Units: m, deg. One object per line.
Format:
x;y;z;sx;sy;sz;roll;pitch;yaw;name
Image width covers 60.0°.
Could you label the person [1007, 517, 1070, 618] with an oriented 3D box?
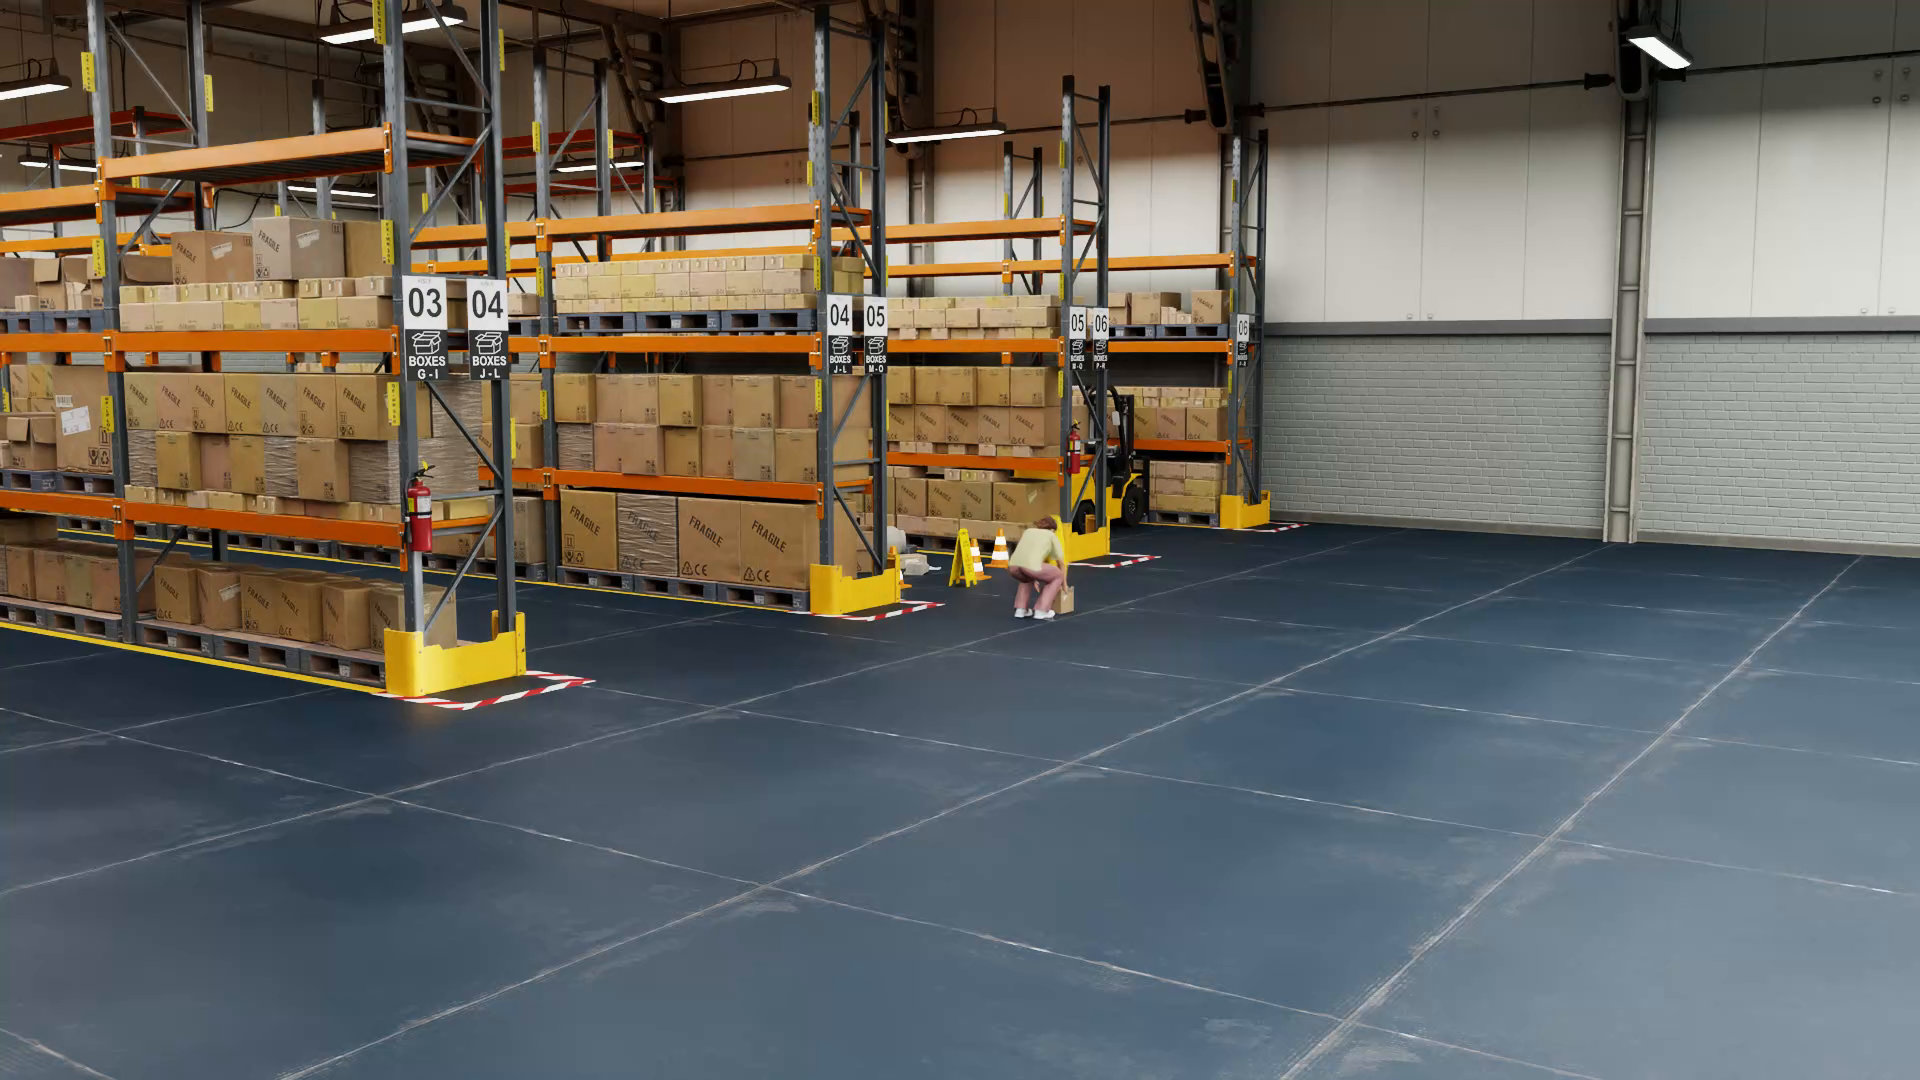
0.757;0.278;16.655;0.487;0.974;0.787;4;8;33;person
